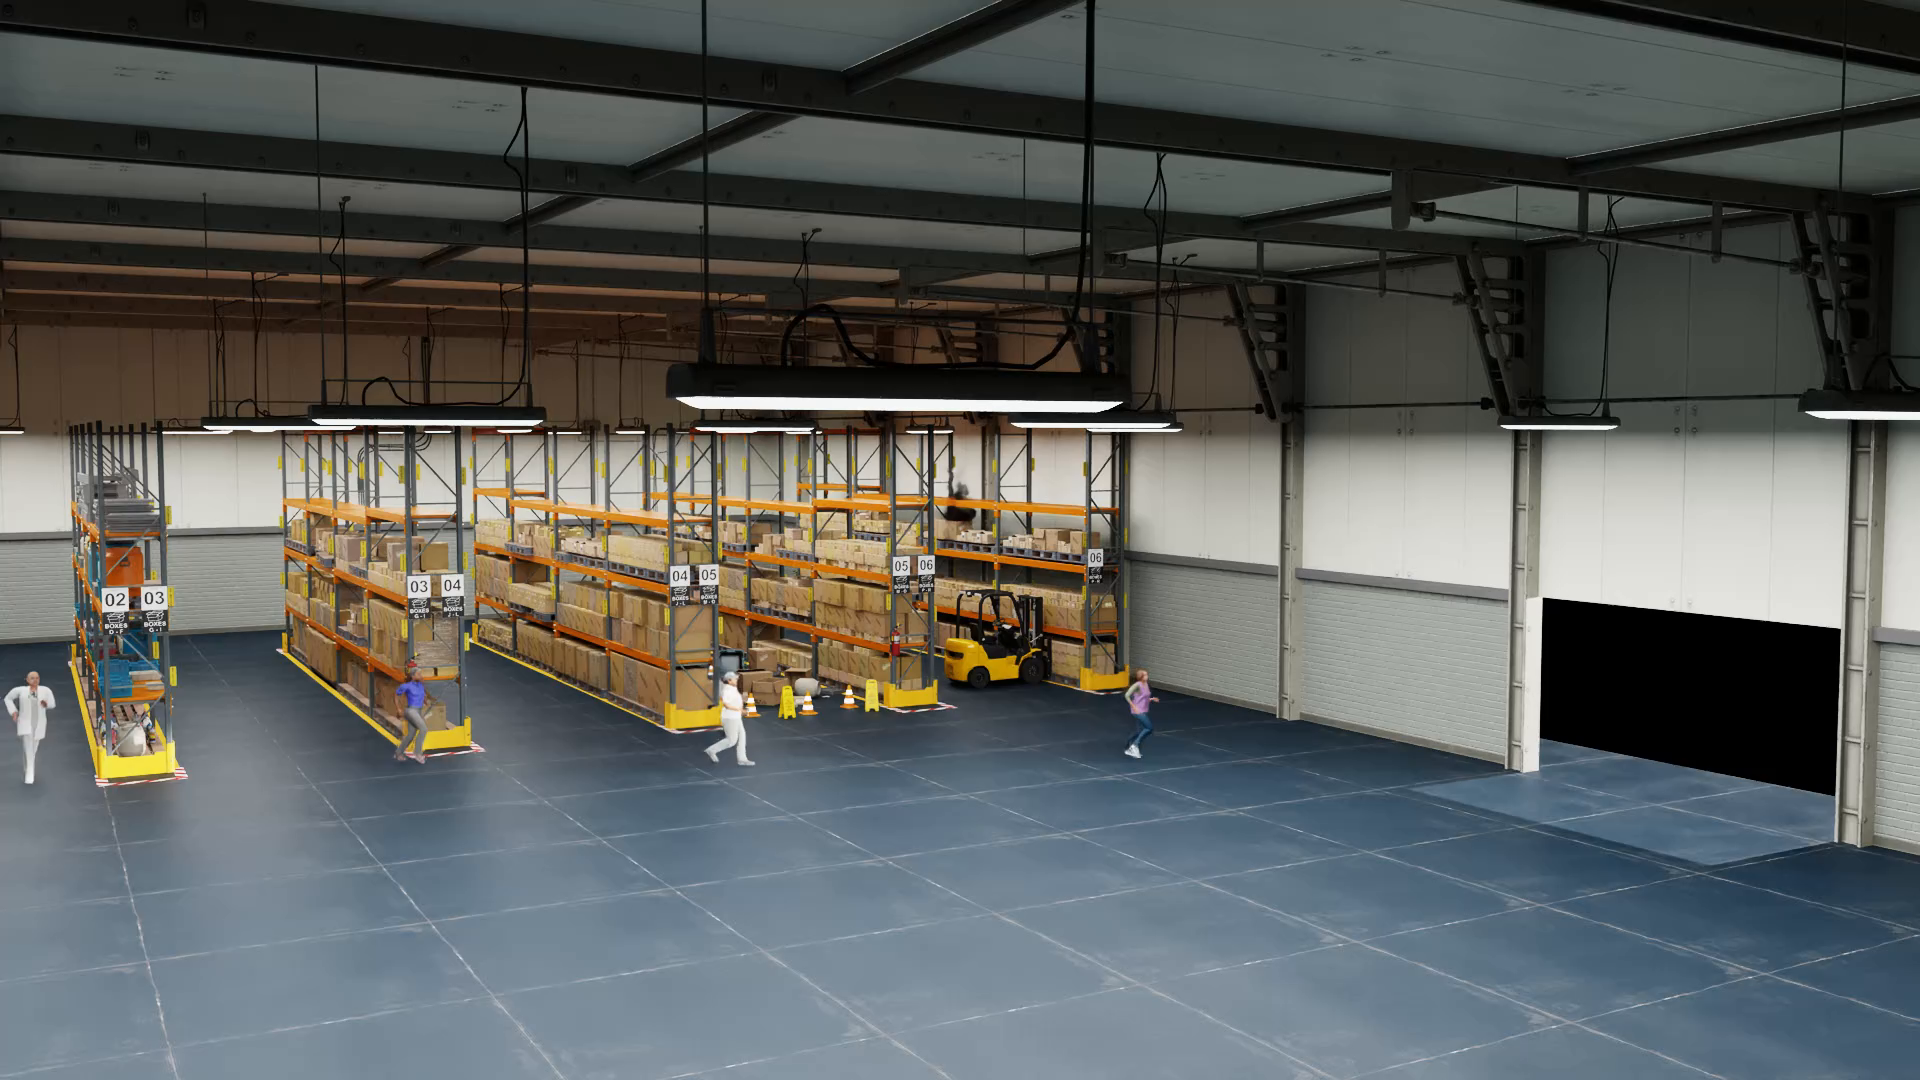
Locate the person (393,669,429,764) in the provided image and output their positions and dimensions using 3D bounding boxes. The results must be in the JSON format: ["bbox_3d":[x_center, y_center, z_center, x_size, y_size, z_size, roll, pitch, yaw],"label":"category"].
[{"bbox_3d":[-9.623,3.090,29.337,0.674,1.628,0.571,1,4,15],"label":"person"}]

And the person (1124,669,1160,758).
[{"bbox_3d":[3.247,3.094,29.687,0.631,1.578,0.512,2,4,23],"label":"person"}]

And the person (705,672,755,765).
[{"bbox_3d":[-3.986,3.103,28.843,0.848,1.642,0.618,0,4,-2],"label":"person"}]

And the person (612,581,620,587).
[{"bbox_3d":[-10.401,1.775,50.053,0.565,1.733,0.751,-2,4,-33],"label":"person"}]

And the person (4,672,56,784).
[{"bbox_3d":[-15.505,3.098,27.790,0.691,1.805,0.917,-3,5,-45],"label":"person"}]
